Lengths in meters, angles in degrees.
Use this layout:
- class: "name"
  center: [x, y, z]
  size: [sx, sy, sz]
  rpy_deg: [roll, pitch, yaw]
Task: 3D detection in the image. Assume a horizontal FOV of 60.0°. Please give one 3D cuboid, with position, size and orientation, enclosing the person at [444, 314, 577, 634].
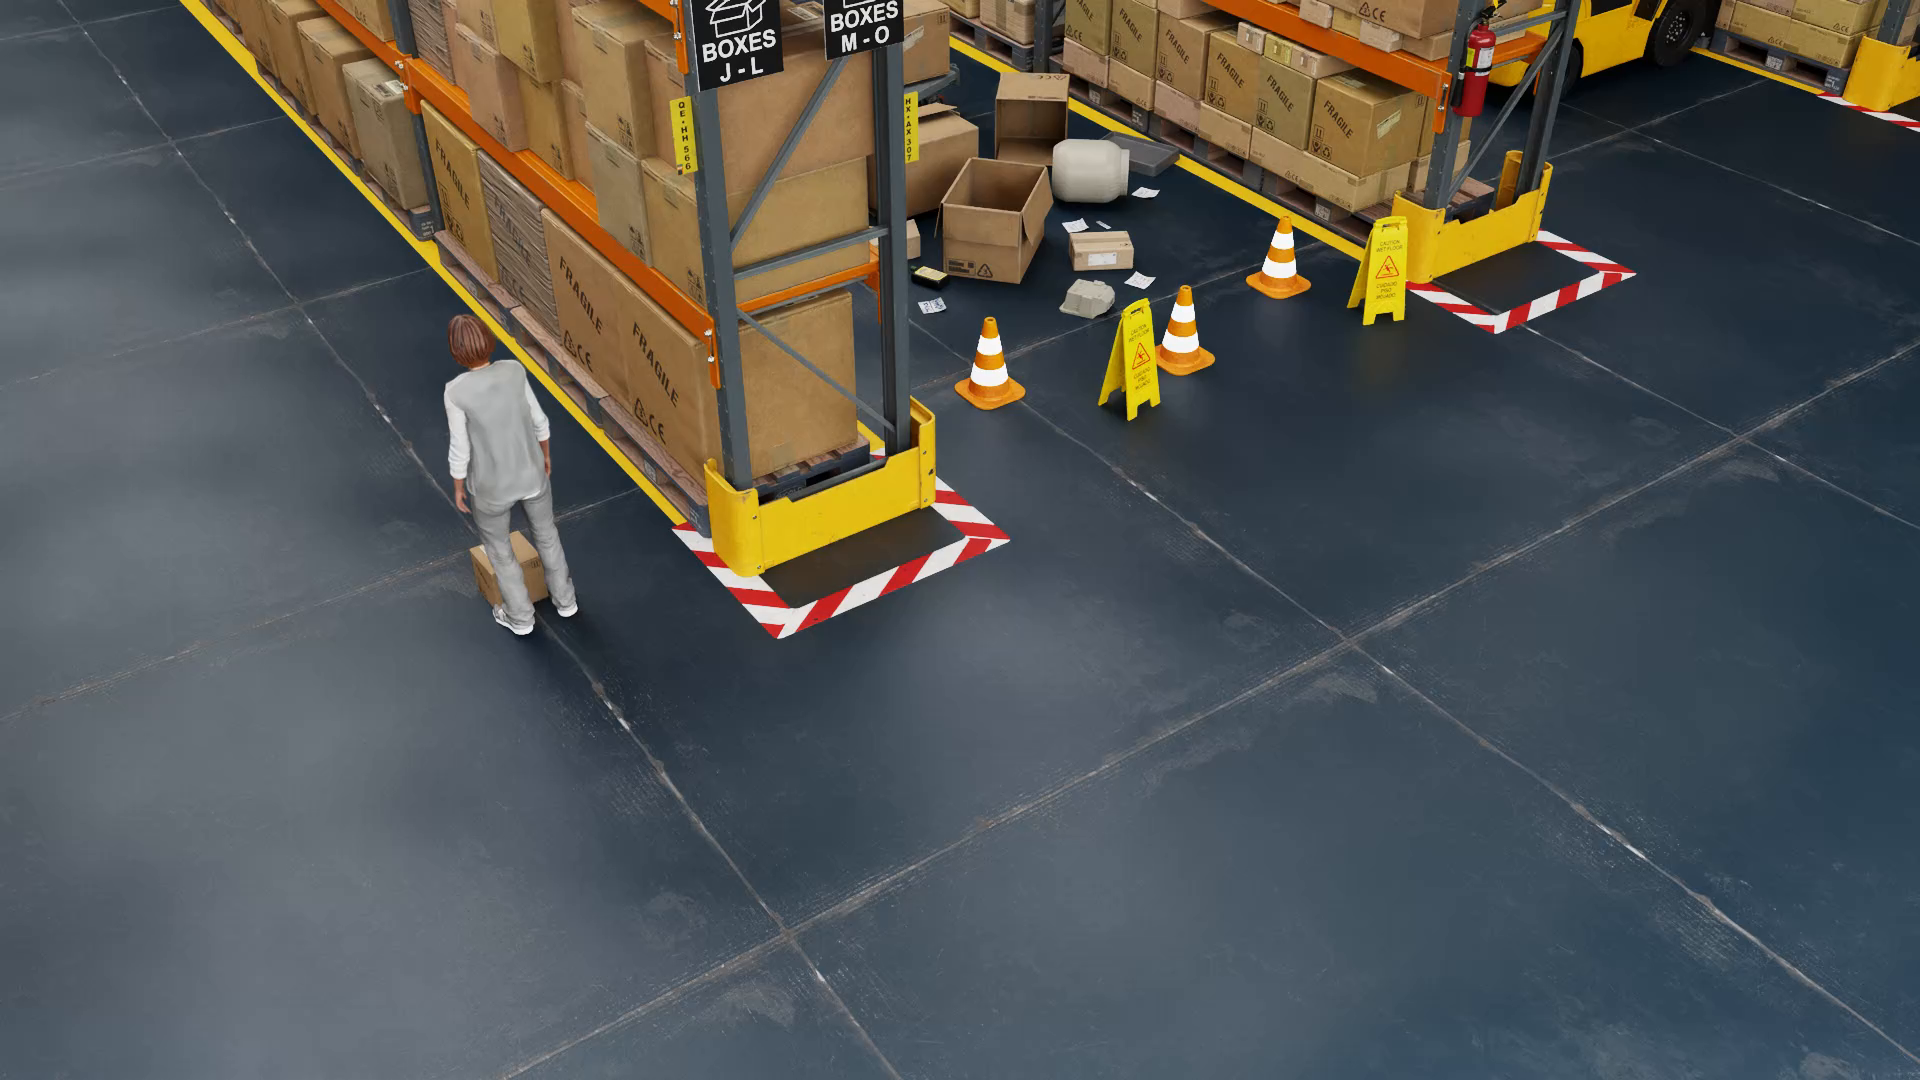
- class: "person"
  center: [-2.007, -0.267, 7.365]
  size: [0.479, 1.593, 0.345]
  rpy_deg: [-24, 43, -29]
